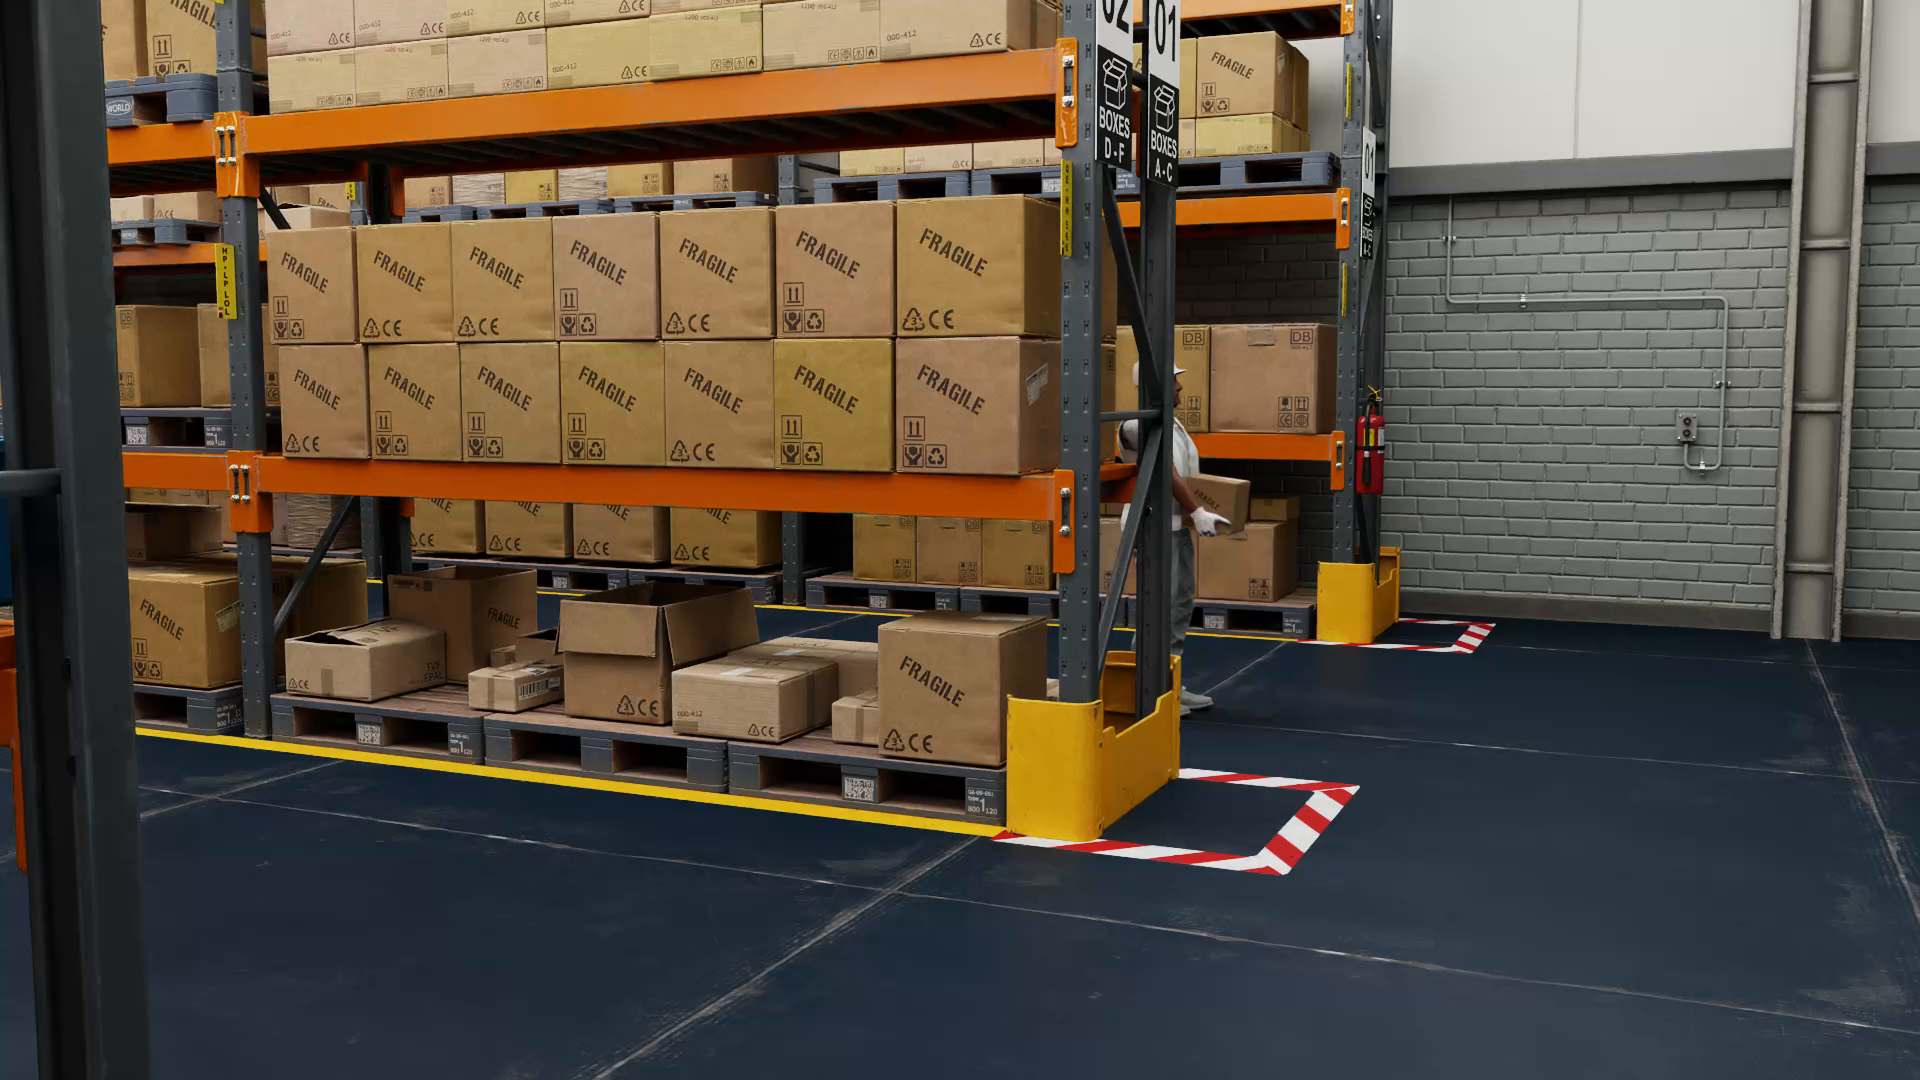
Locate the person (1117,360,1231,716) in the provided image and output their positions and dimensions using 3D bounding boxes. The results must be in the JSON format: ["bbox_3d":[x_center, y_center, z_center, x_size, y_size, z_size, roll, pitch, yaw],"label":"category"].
[{"bbox_3d":[1.094,-0.030,8.209,0.580,1.779,0.488,3,6,25],"label":"person"}]
